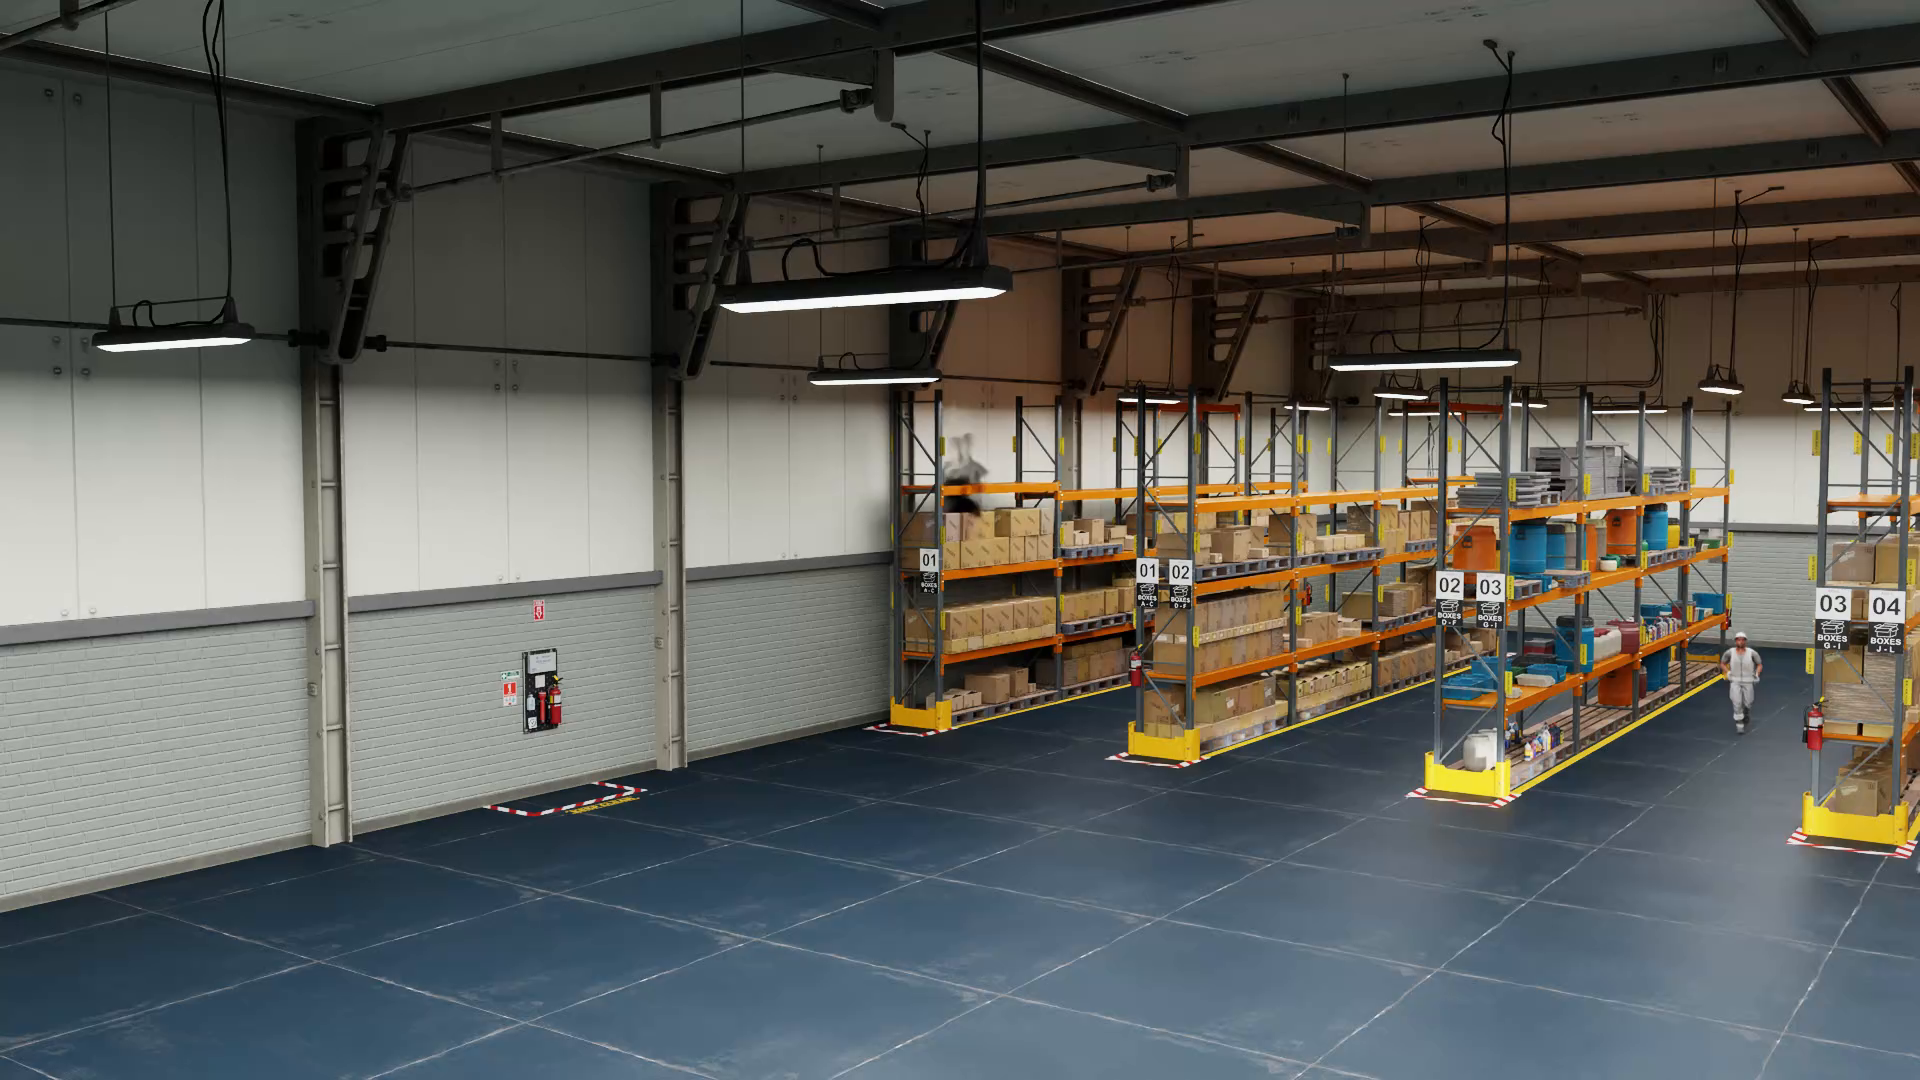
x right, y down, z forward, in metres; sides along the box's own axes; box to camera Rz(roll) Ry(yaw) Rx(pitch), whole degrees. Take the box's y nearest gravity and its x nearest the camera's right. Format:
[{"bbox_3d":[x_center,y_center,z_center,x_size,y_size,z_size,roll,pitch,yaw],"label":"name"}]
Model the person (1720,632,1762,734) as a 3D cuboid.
[{"bbox_3d":[13.660,2.485,29.107,0.674,1.751,0.716,2,4,26],"label":"person"}]
